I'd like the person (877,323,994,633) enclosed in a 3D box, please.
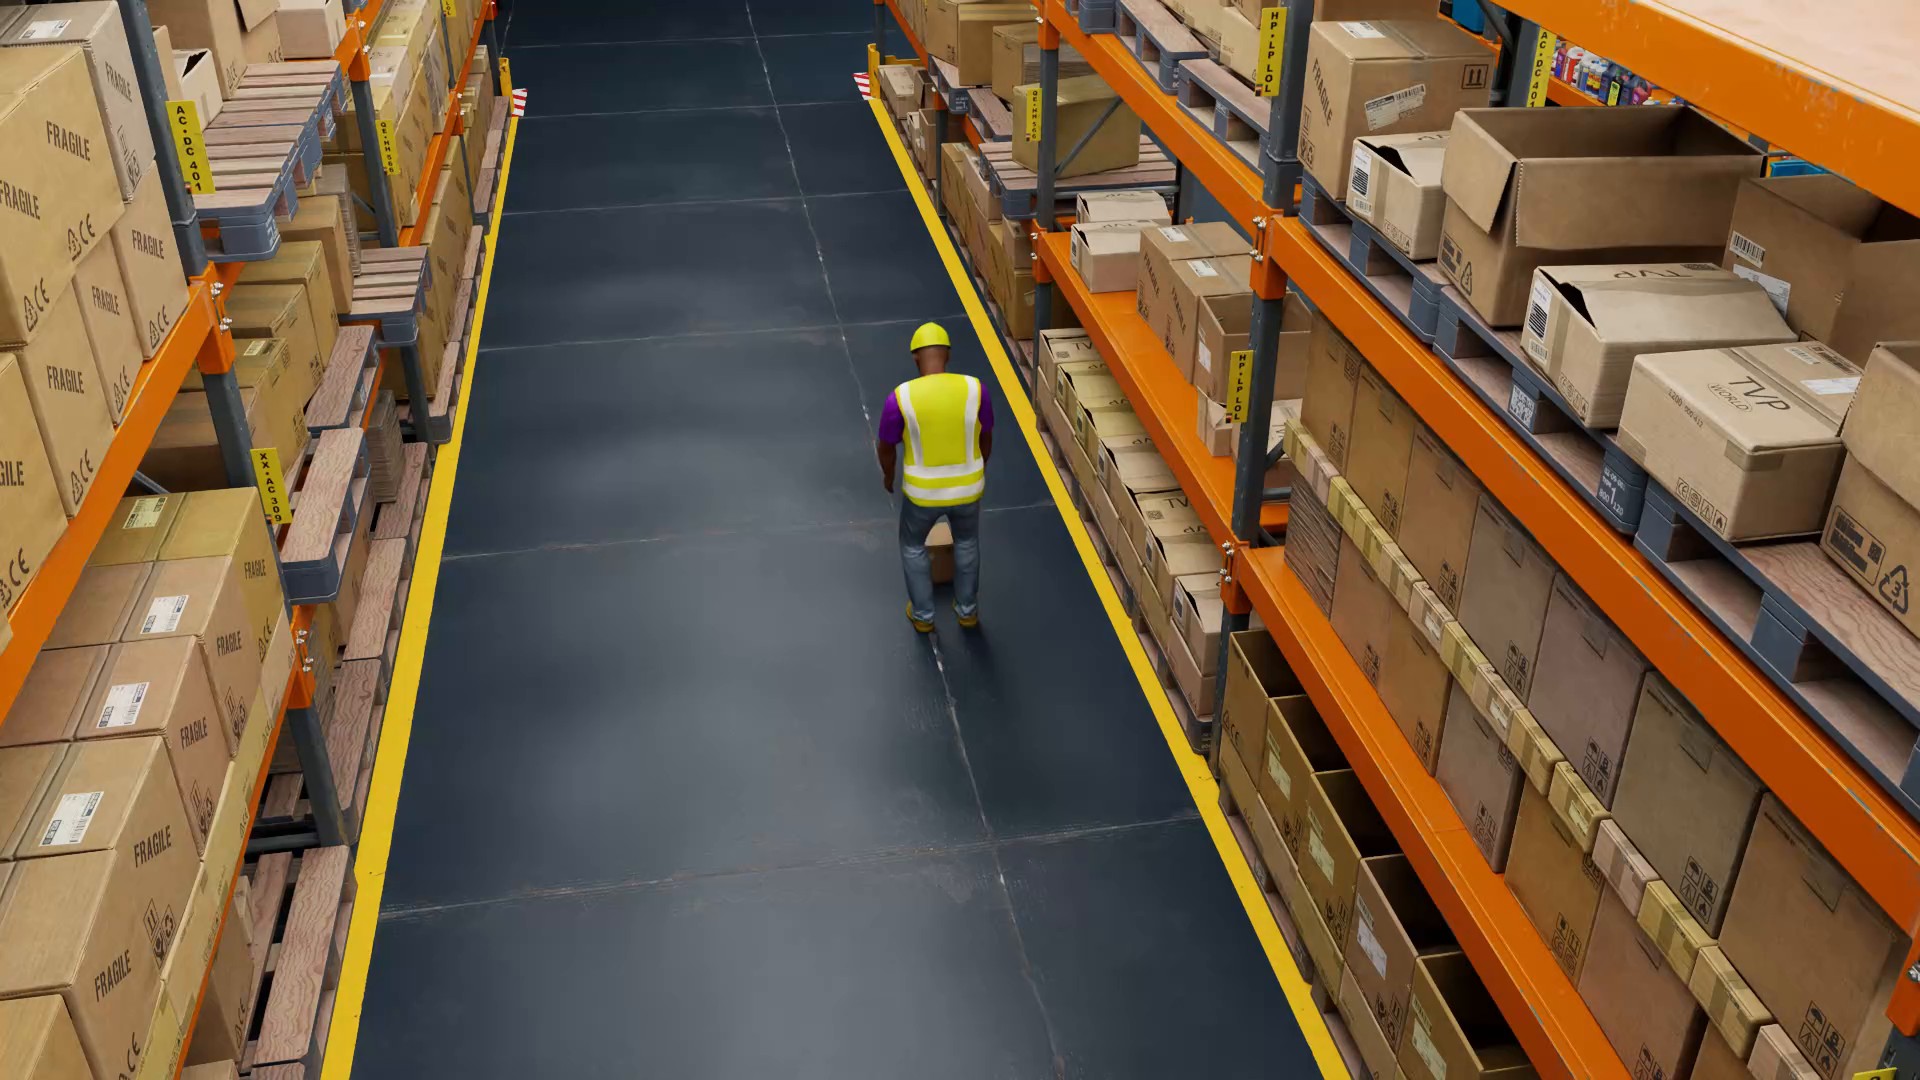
[{"bbox_3d":[-0.127,-0.305,8.718,0.602,1.683,0.511,-4,31,-7],"label":"person"}]
